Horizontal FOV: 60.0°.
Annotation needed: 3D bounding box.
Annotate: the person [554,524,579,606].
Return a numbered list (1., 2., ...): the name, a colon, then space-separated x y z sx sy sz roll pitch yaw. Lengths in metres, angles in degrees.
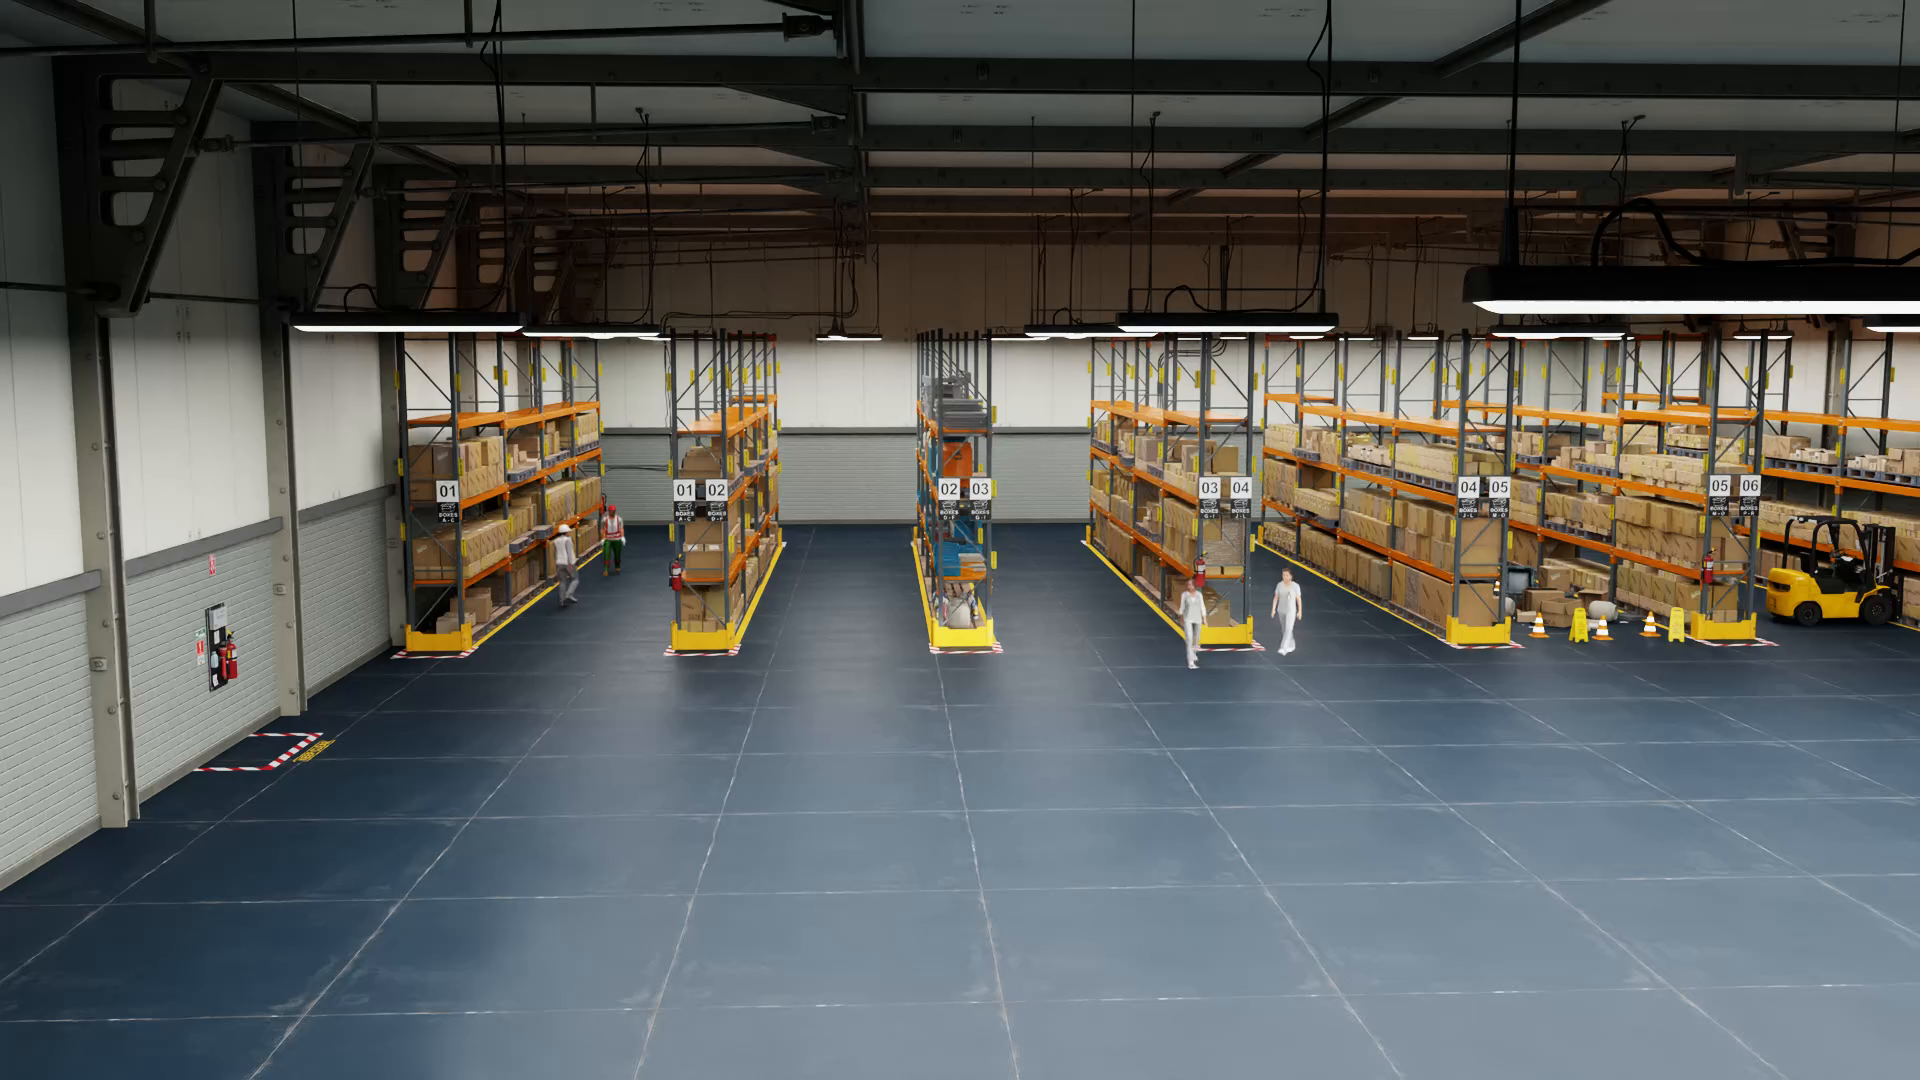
1. person: -8.666 0.539 36.504 0.568 1.760 0.489 2 7 13

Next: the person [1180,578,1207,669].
1. person: 4.145 1.468 29.560 0.441 1.523 0.888 0 7 -4

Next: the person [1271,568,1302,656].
1. person: 5.965 1.312 30.520 0.467 1.608 1.089 5 8 37

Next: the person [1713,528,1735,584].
1. person: 16.782 0.577 36.355 0.502 1.822 0.550 -1 7 -9

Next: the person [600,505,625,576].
1. person: -8.596 -0.014 41.147 0.623 1.714 1.070 -1 7 -7
